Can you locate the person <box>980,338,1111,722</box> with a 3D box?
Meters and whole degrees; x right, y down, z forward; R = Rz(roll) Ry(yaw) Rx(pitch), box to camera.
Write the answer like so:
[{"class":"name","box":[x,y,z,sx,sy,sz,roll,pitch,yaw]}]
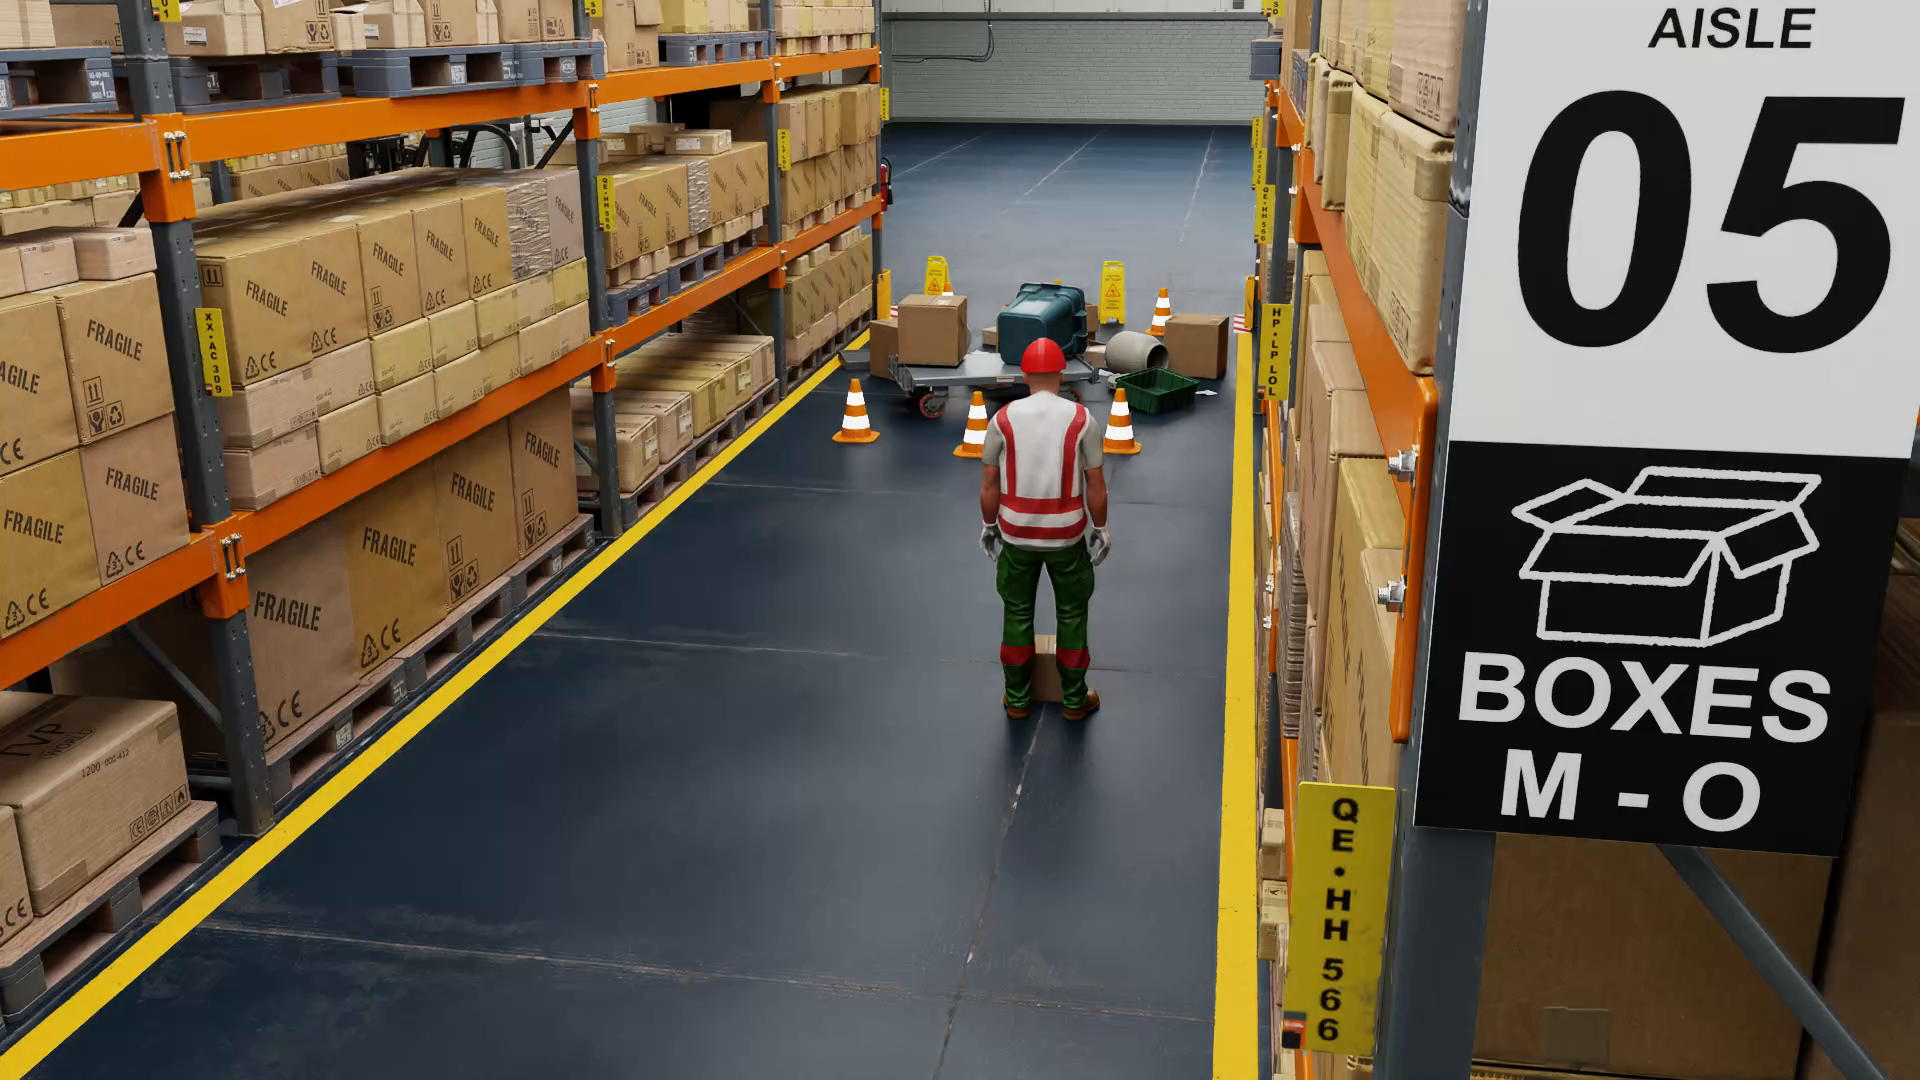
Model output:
[{"class":"person","box":[0.390,-0.034,7.634,0.604,1.778,0.451,3,18,8]}]
